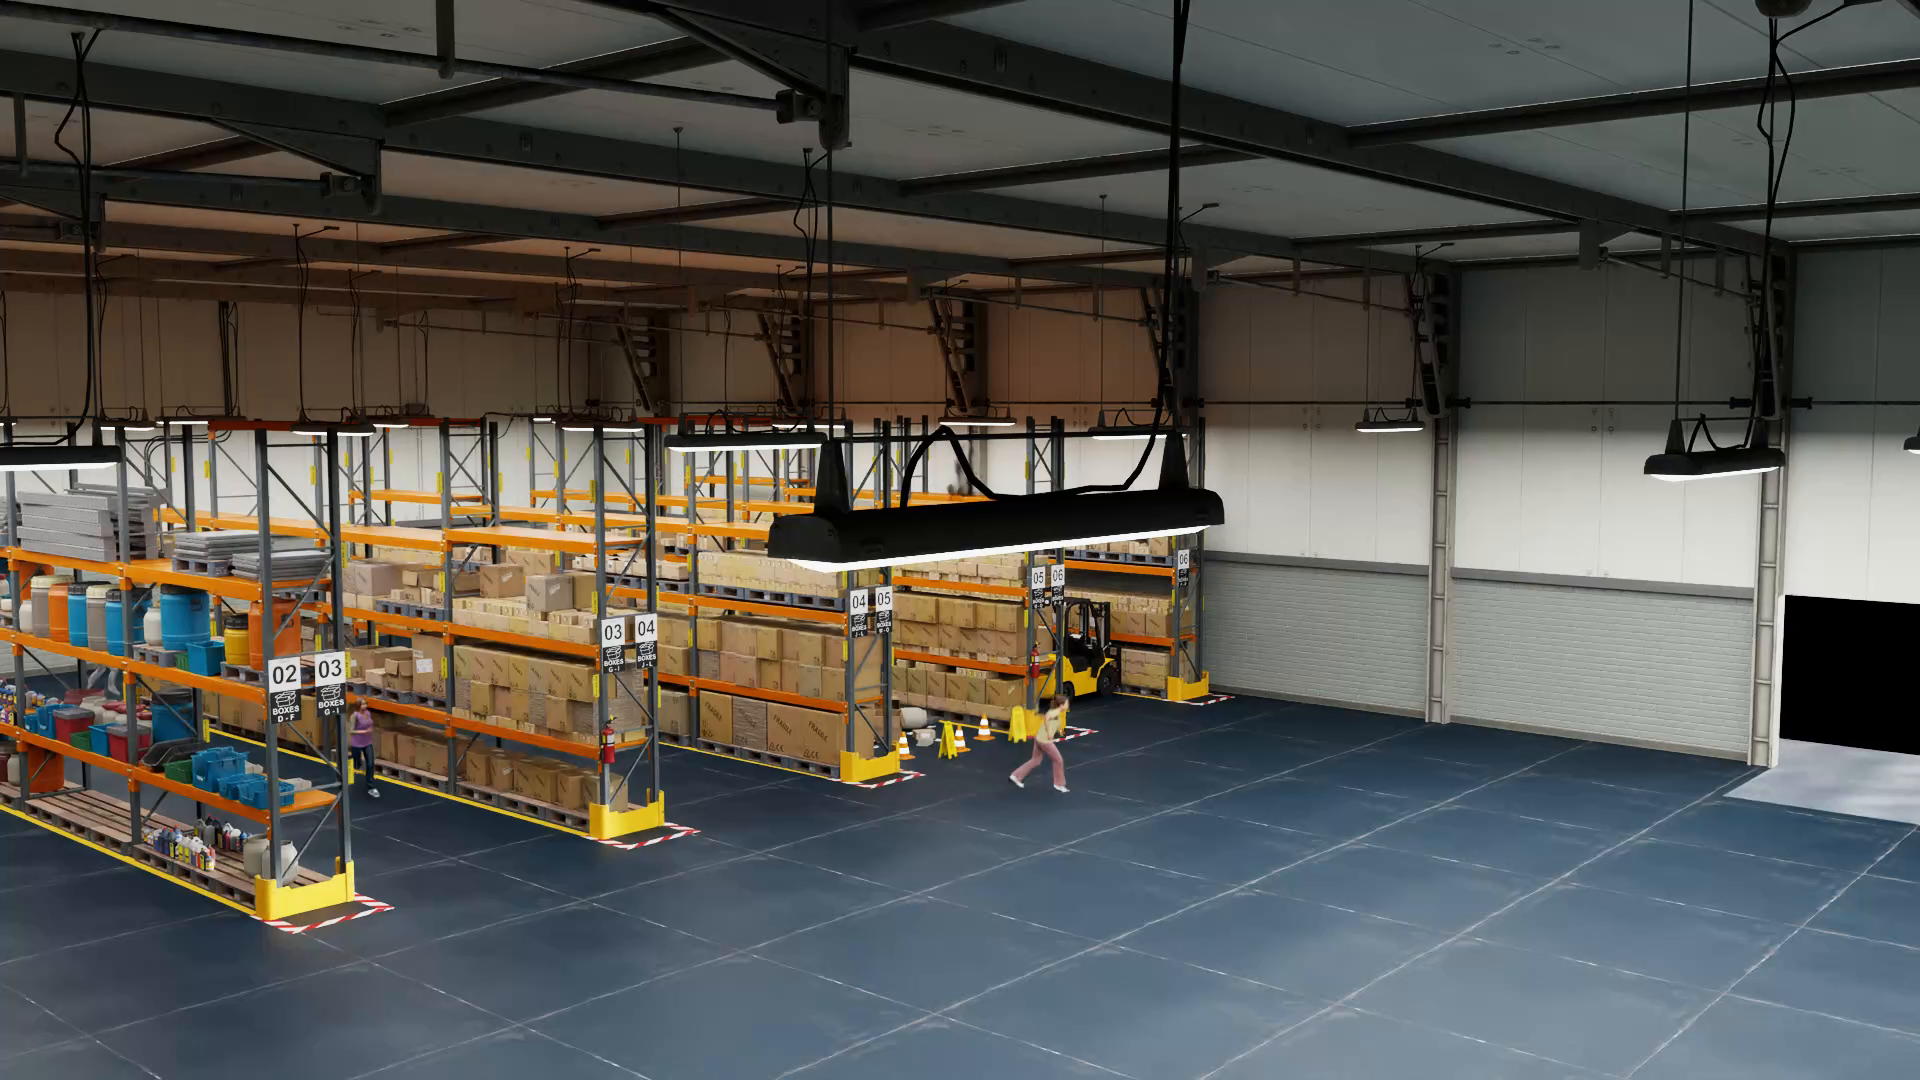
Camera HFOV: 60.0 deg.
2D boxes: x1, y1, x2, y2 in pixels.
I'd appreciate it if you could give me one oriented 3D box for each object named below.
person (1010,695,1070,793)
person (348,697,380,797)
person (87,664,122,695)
[{"bbox_3d":[1.297,3.321,26.893,1.003,1.625,0.616,0,5,-4],"label":"person"},{"bbox_3d":[-9.629,3.296,26.674,0.881,1.586,0.537,3,5,30],"label":"person"},{"bbox_3d":[-18.534,2.492,35.903,0.766,1.783,0.697,-2,5,-18],"label":"person"}]
